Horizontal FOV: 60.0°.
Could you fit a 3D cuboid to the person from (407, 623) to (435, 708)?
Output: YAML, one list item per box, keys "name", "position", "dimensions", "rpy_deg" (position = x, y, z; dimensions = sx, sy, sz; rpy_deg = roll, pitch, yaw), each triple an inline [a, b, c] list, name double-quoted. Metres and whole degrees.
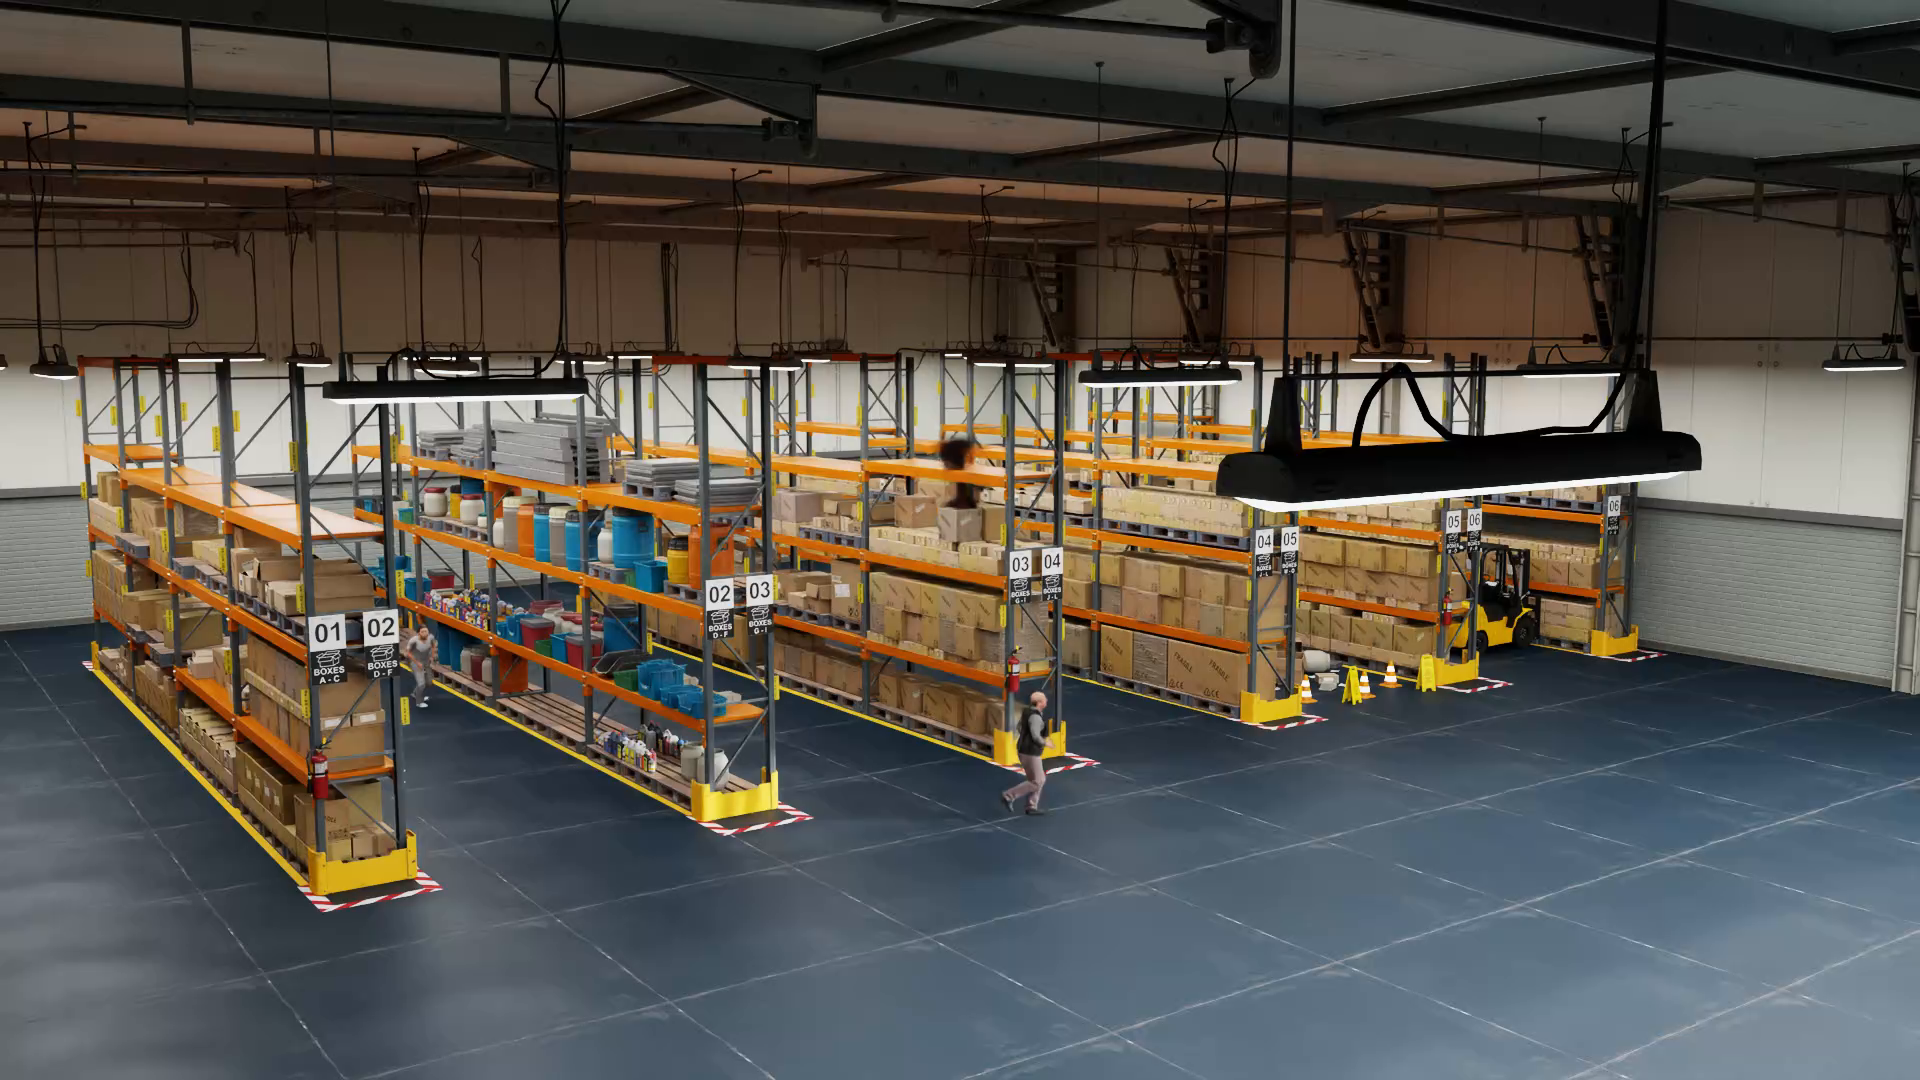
- name: "person"
  position: [-9.271, 2.123, 28.545]
  dimensions: [0.840, 1.519, 0.595]
  rpy_deg: [6, 9, 41]

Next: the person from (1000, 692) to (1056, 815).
- name: "person"
  position: [0.892, 2.843, 22.076]
  dimensions: [0.758, 1.674, 0.654]
  rpy_deg: [-1, 7, -7]

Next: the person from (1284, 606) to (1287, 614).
- name: "person"
  position: [7.121, 0.961, 37.811]
  dimensions: [0.947, 1.626, 0.601]
  rpy_deg: [6, 9, 42]
